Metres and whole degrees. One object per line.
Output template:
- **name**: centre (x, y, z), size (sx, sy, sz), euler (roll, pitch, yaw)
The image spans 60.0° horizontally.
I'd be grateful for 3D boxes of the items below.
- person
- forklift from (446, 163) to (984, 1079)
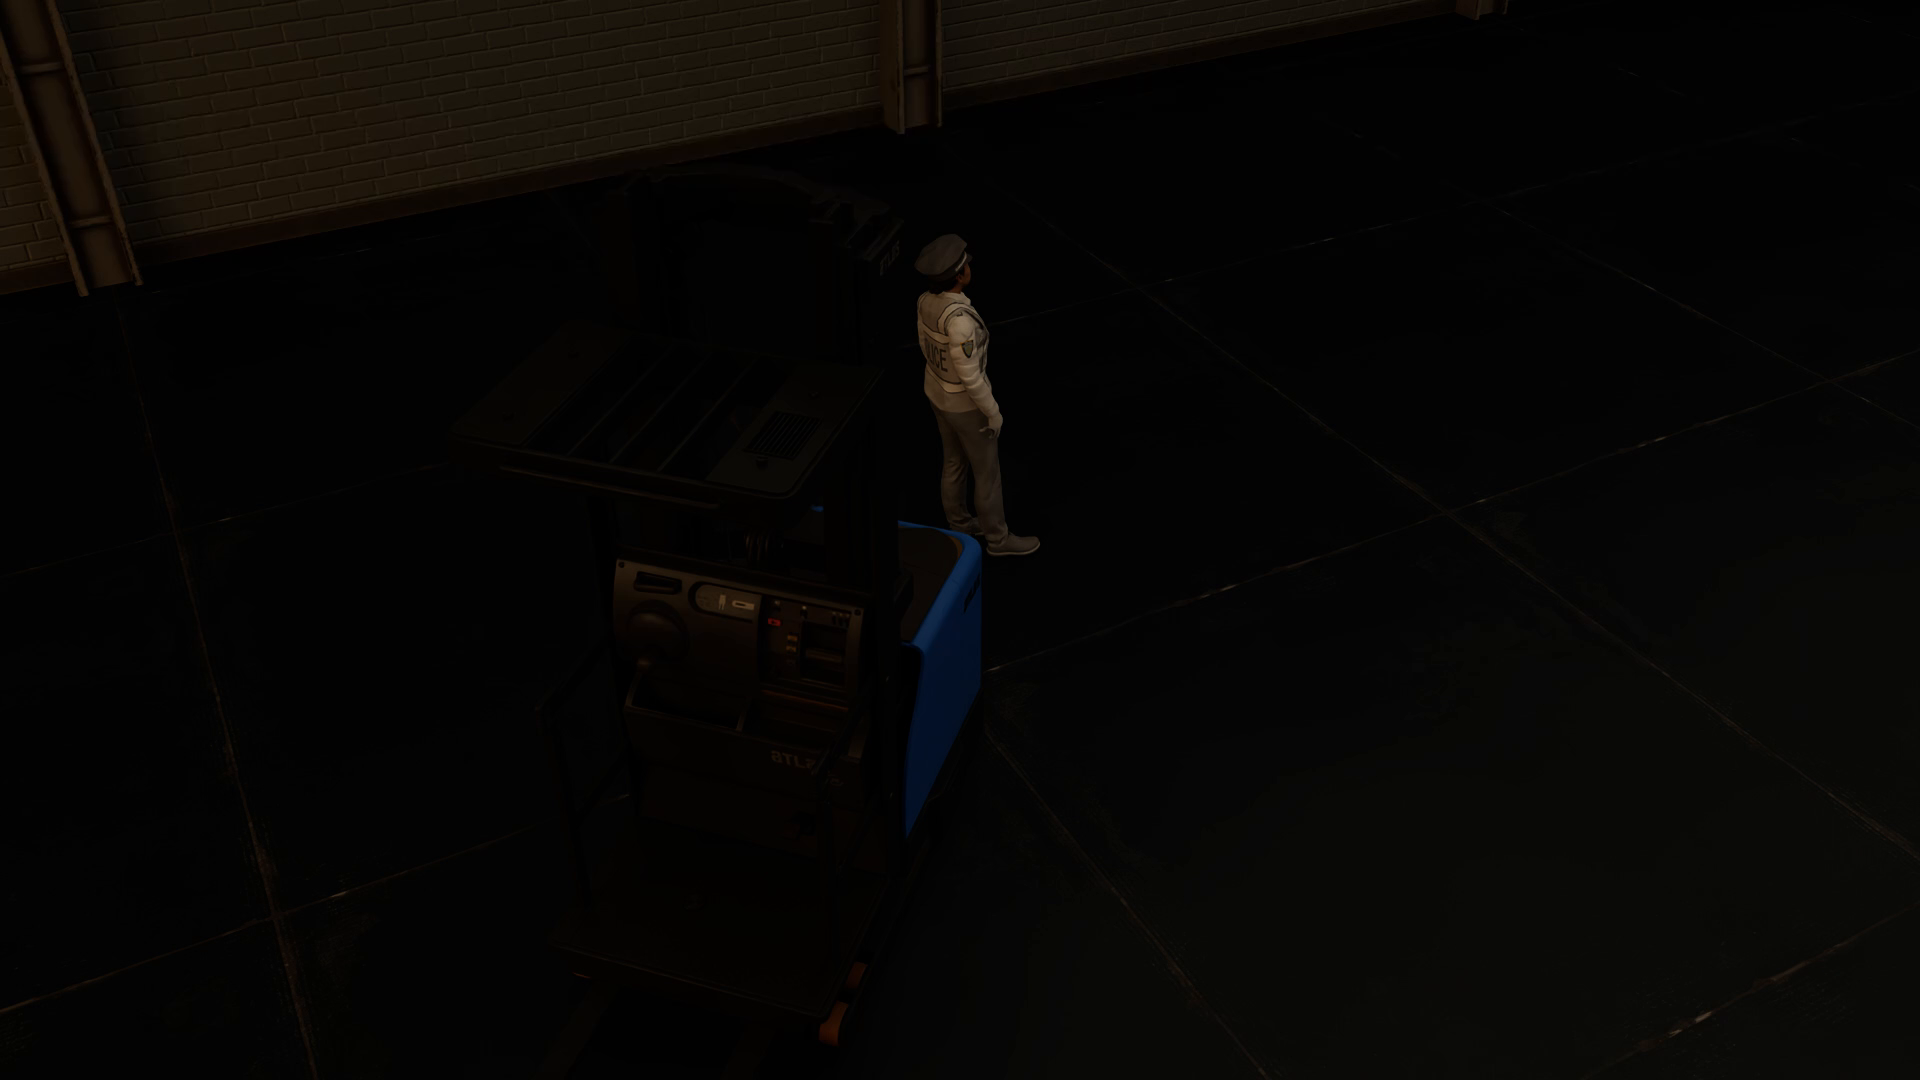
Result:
- **person**: centre (0.064, -0.713, 8.190), size (0.531, 1.694, 0.586), euler (-17, 39, -23)
- **forklift**: centre (-0.835, 0.381, 5.583), size (1.130, 2.935, 3.031), euler (11, 37, 15)
